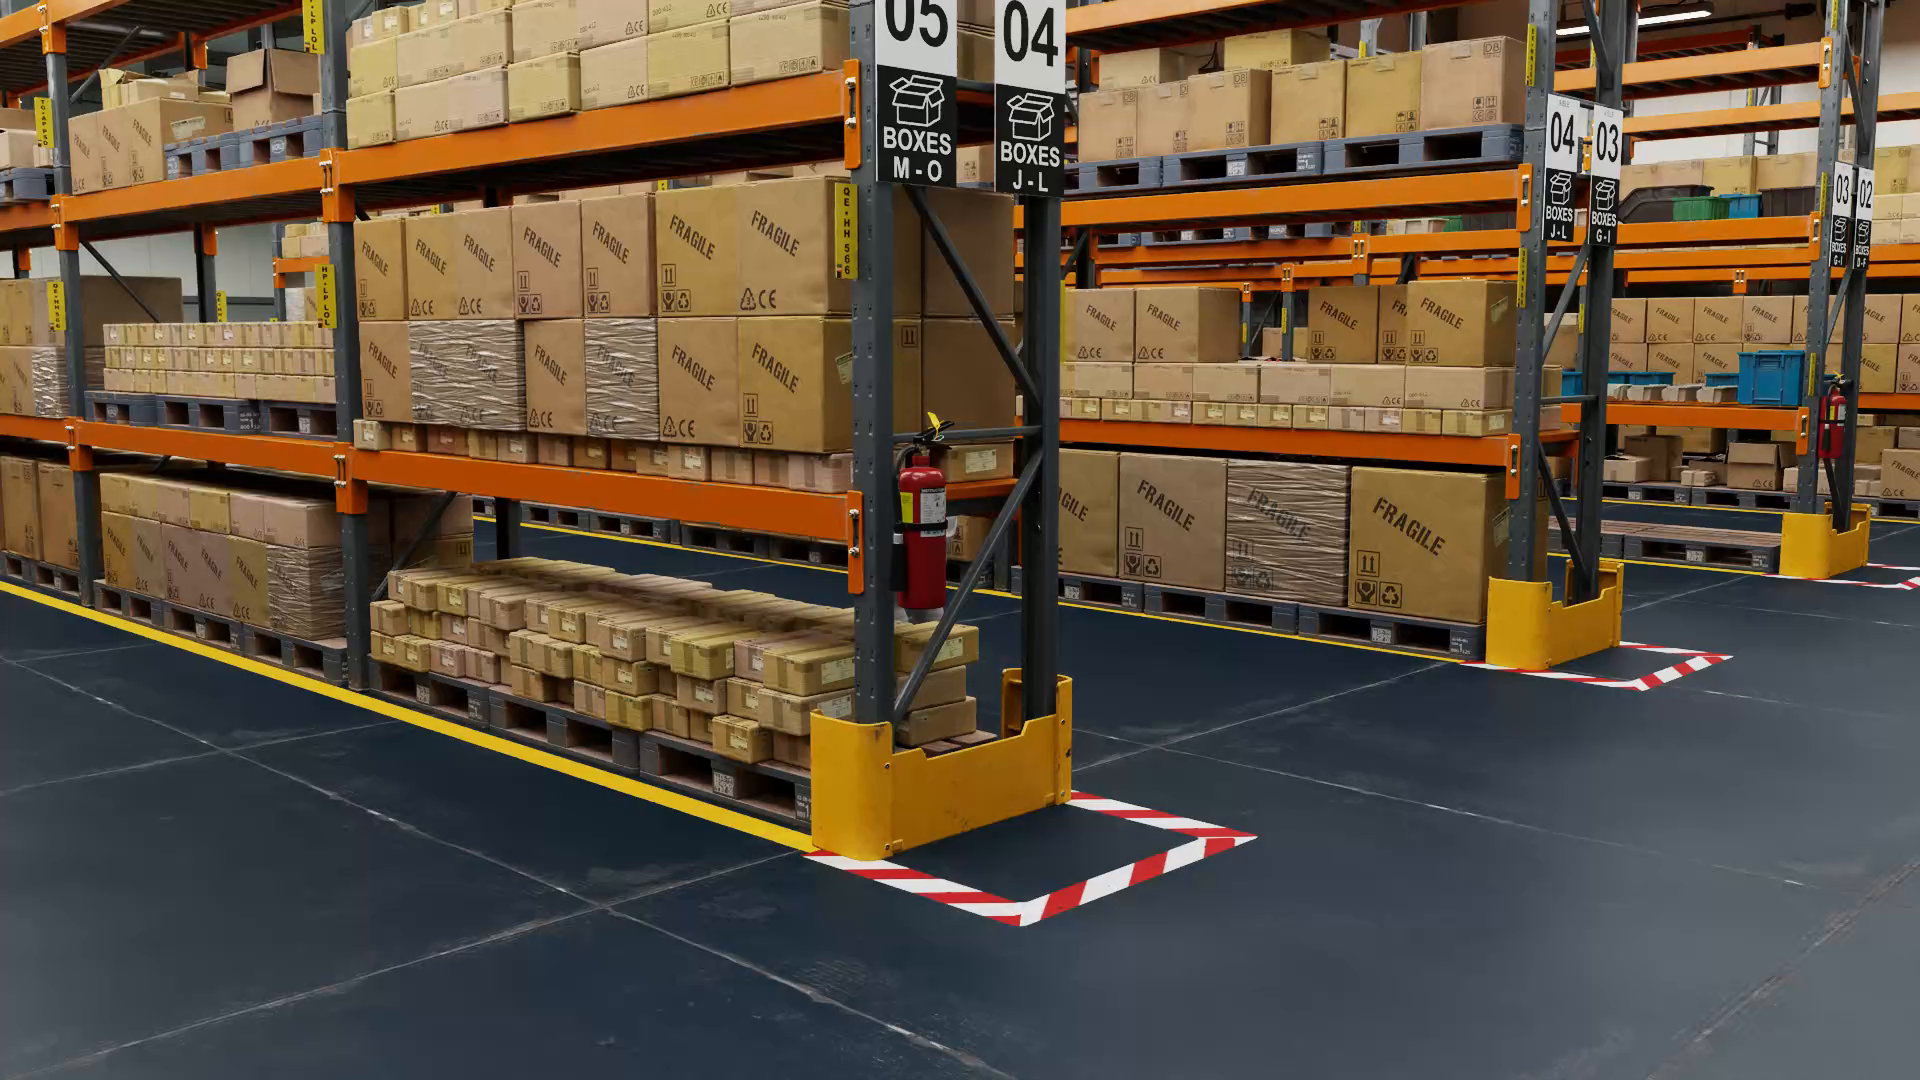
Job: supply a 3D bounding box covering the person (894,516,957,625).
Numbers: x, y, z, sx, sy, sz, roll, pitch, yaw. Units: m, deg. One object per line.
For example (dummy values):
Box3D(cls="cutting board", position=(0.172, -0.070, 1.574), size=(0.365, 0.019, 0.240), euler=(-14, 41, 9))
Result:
Box3D(cls="person", position=(-0.257, -0.047, 8.609), size=(0.439, 1.746, 0.590), euler=(6, 9, 39))
